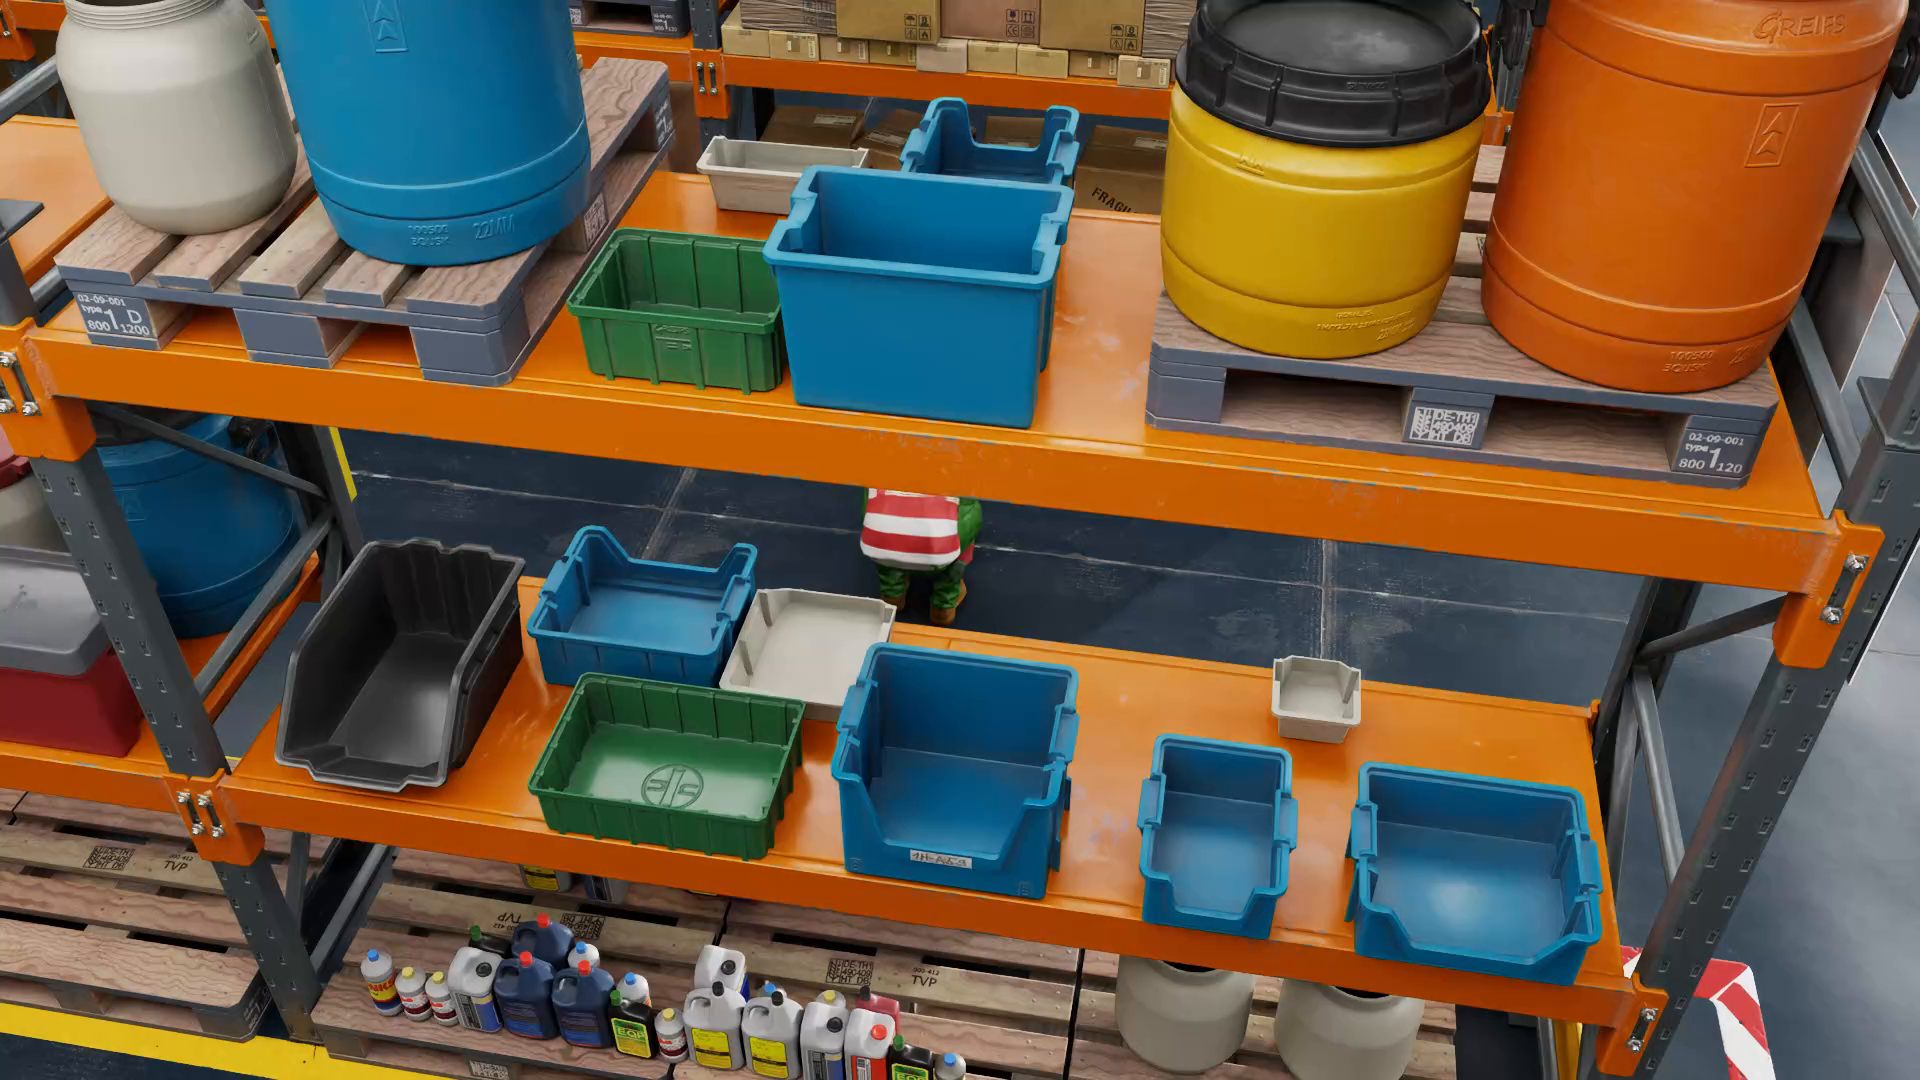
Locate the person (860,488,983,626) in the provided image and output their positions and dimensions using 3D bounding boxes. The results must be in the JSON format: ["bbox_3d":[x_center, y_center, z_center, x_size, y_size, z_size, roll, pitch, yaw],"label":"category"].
[{"bbox_3d":[-0.188,-0.166,7.012,0.573,0.921,0.886,6,41,8],"label":"person"}]
